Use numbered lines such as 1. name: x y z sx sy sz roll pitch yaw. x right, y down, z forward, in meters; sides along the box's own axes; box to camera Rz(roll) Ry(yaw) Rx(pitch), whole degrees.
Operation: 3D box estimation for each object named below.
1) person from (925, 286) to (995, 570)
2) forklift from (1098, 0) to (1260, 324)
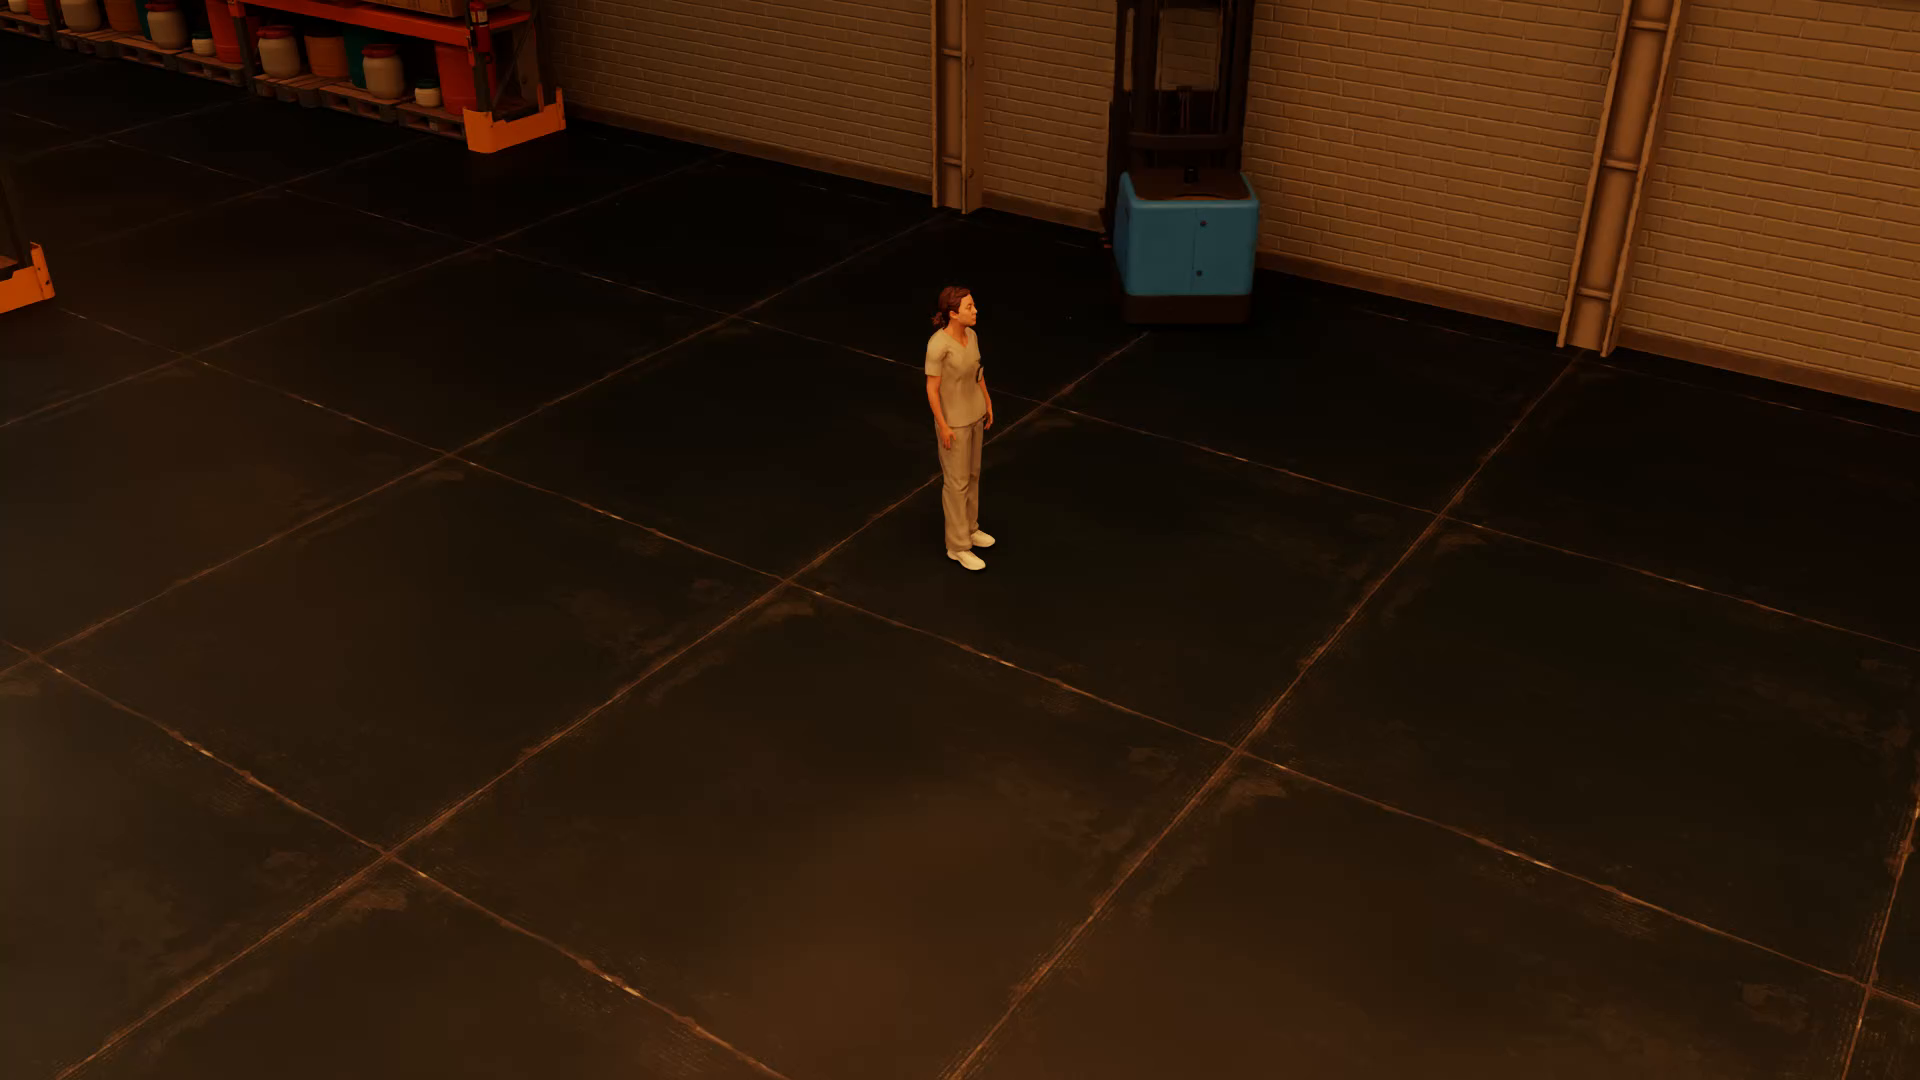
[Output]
1. person: 0.054 -0.704 10.030 0.548 1.673 0.549 19 35 29
2. forklift: 1.805 -3.700 13.952 1.130 2.935 3.031 -1 30 -1
